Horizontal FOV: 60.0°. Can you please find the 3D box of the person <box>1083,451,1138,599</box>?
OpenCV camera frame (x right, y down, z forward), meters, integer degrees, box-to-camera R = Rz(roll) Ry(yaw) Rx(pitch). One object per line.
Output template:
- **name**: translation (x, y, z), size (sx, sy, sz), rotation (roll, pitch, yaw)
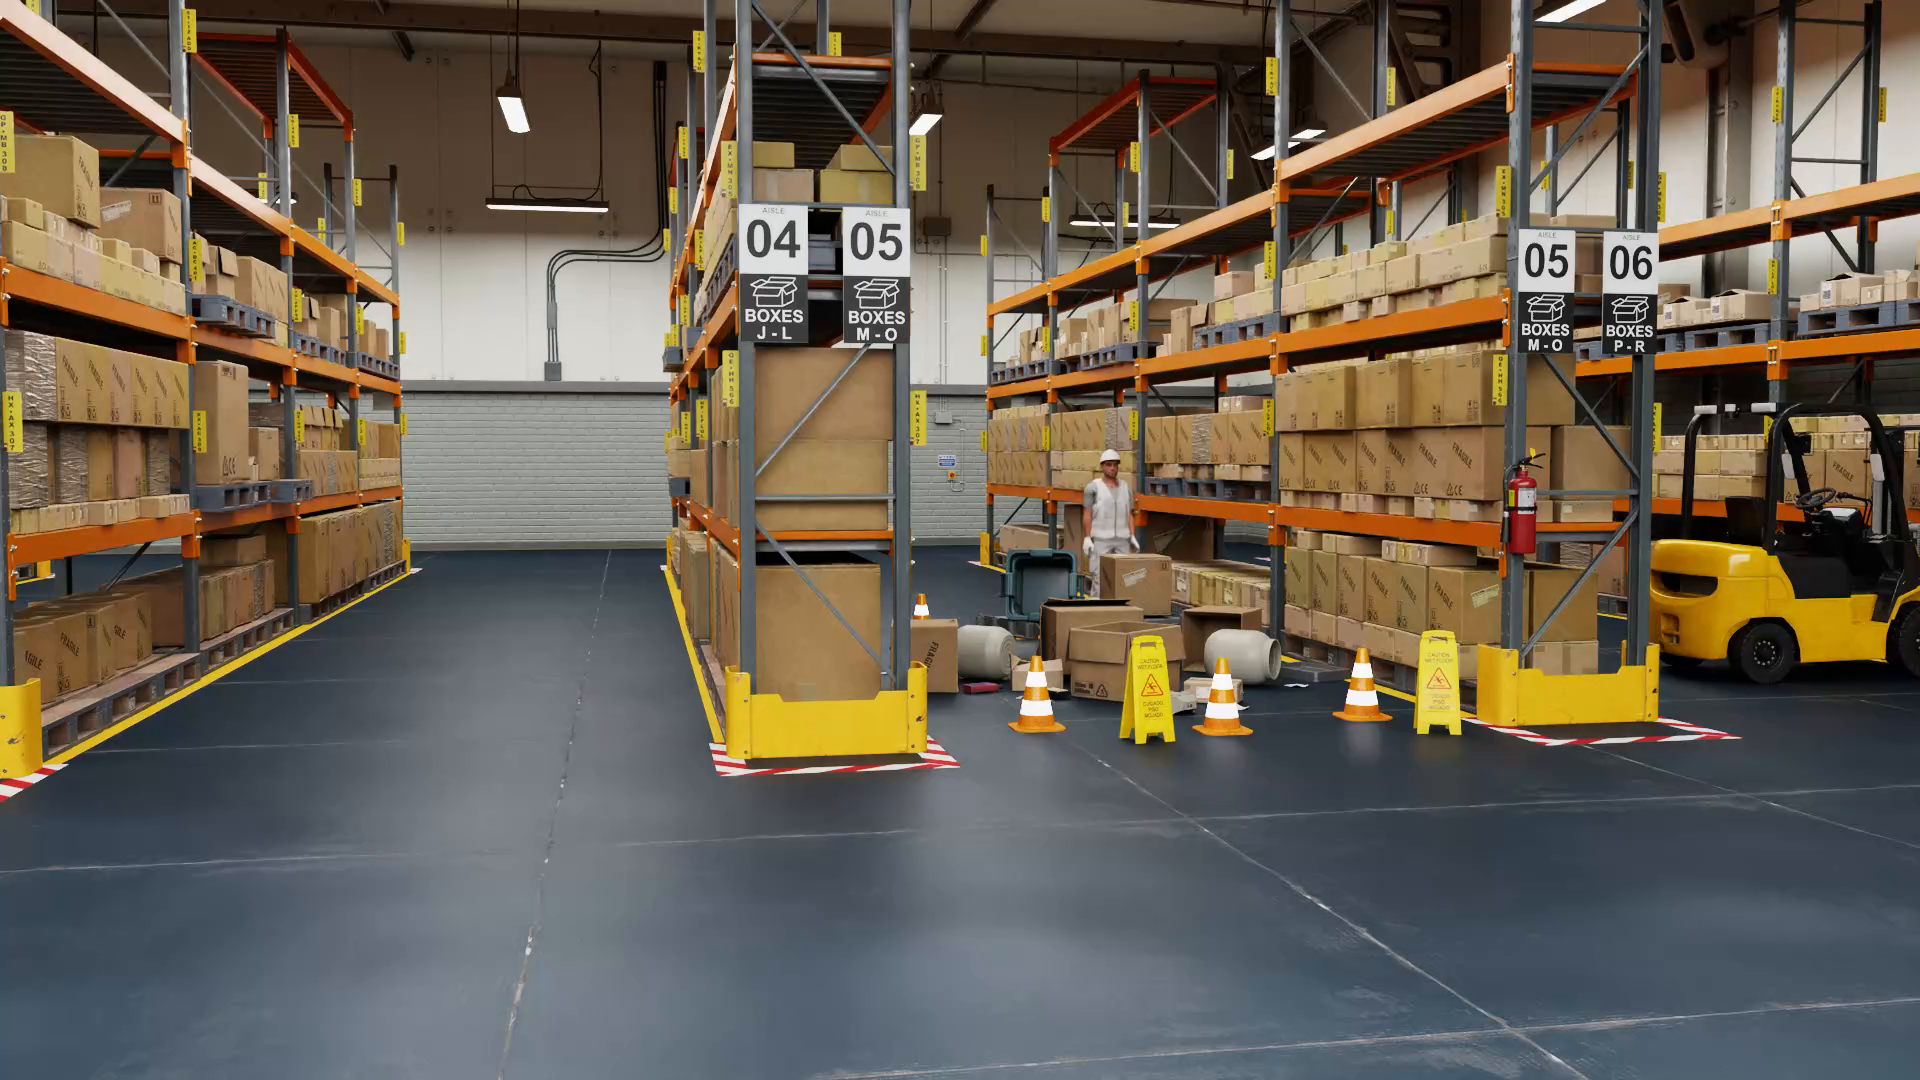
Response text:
- **person**: translation (1.467, 0.028, 16.175), size (0.536, 1.794, 0.381), rotation (-1, 3, -17)
